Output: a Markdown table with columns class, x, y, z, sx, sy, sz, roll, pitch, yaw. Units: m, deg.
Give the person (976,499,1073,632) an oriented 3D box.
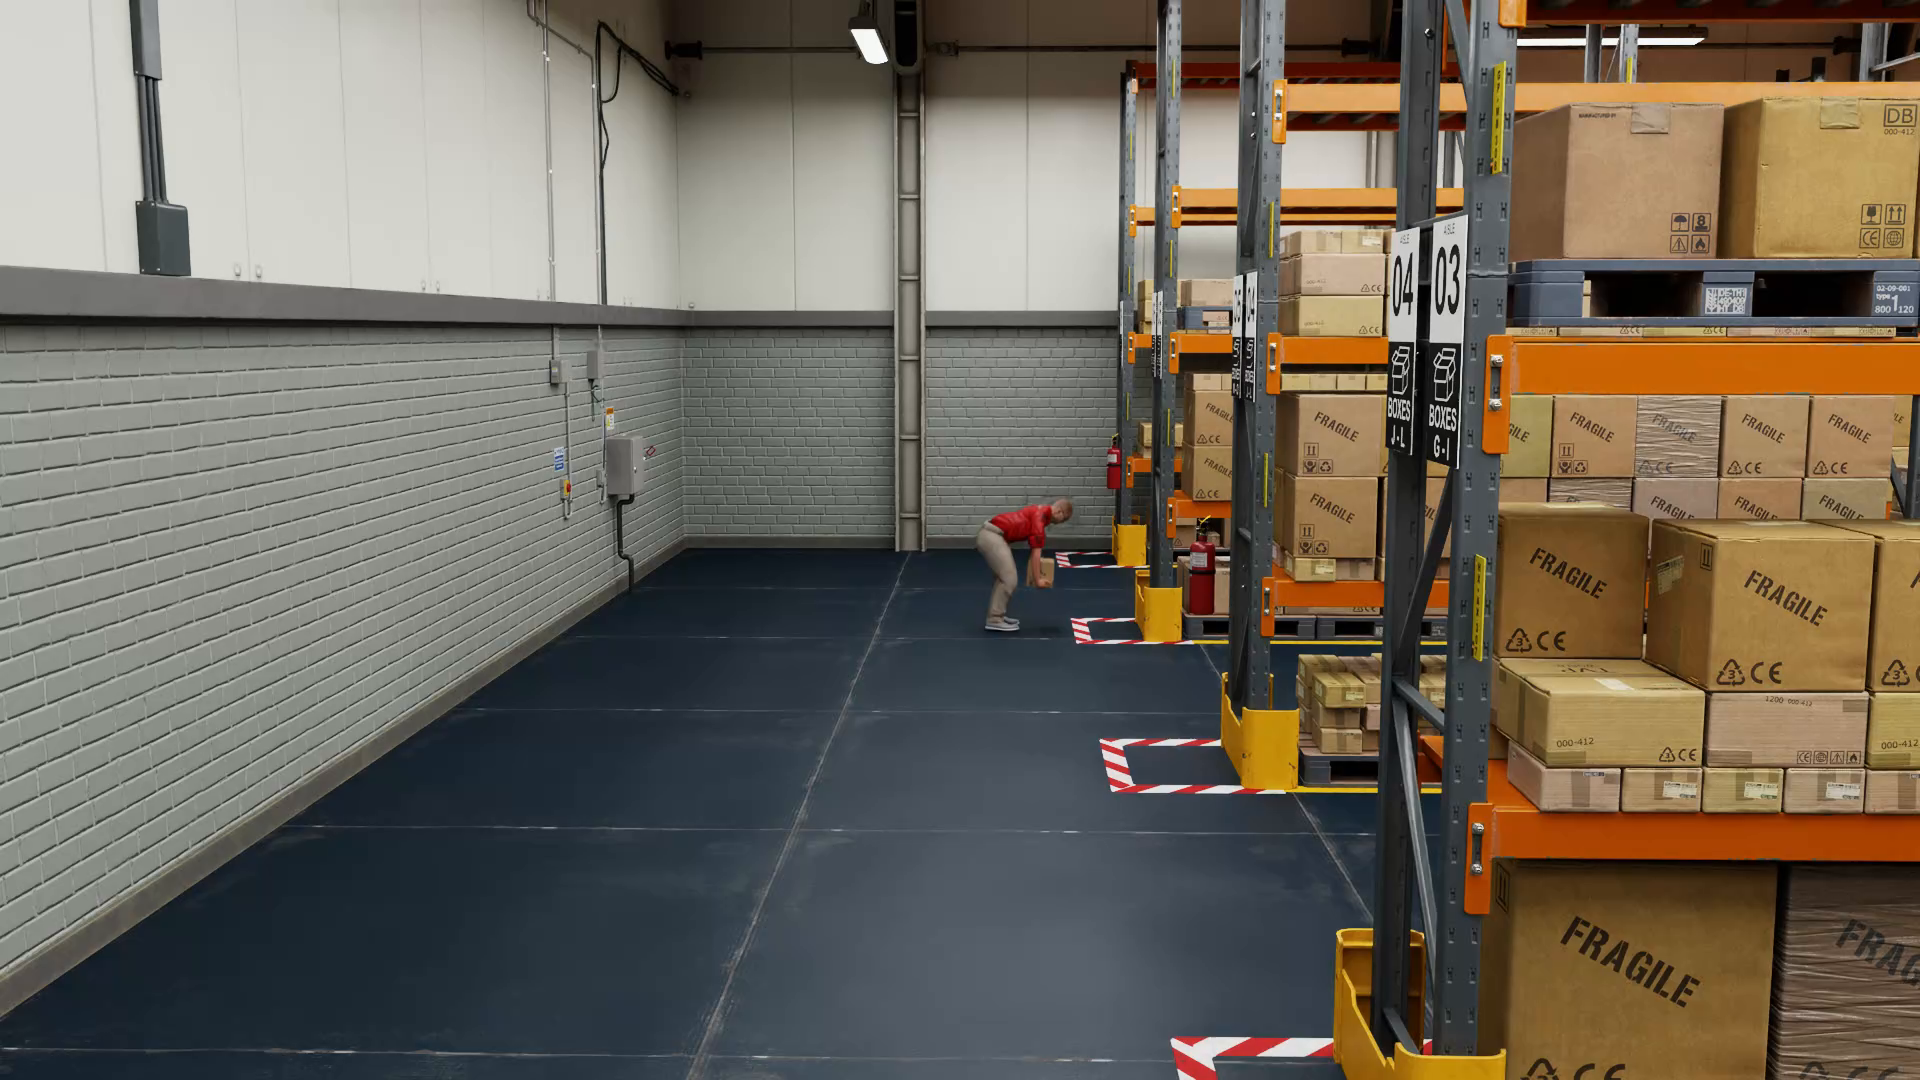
| class | x | y | z | sx | sy | sz | roll | pitch | yaw |
| --- | --- | --- | --- | --- | --- | --- | --- | --- | --- |
| person | 0.618 | 0.232 | 15.928 | 0.925 | 1.250 | 0.483 | 0 | 7 | 0 |
